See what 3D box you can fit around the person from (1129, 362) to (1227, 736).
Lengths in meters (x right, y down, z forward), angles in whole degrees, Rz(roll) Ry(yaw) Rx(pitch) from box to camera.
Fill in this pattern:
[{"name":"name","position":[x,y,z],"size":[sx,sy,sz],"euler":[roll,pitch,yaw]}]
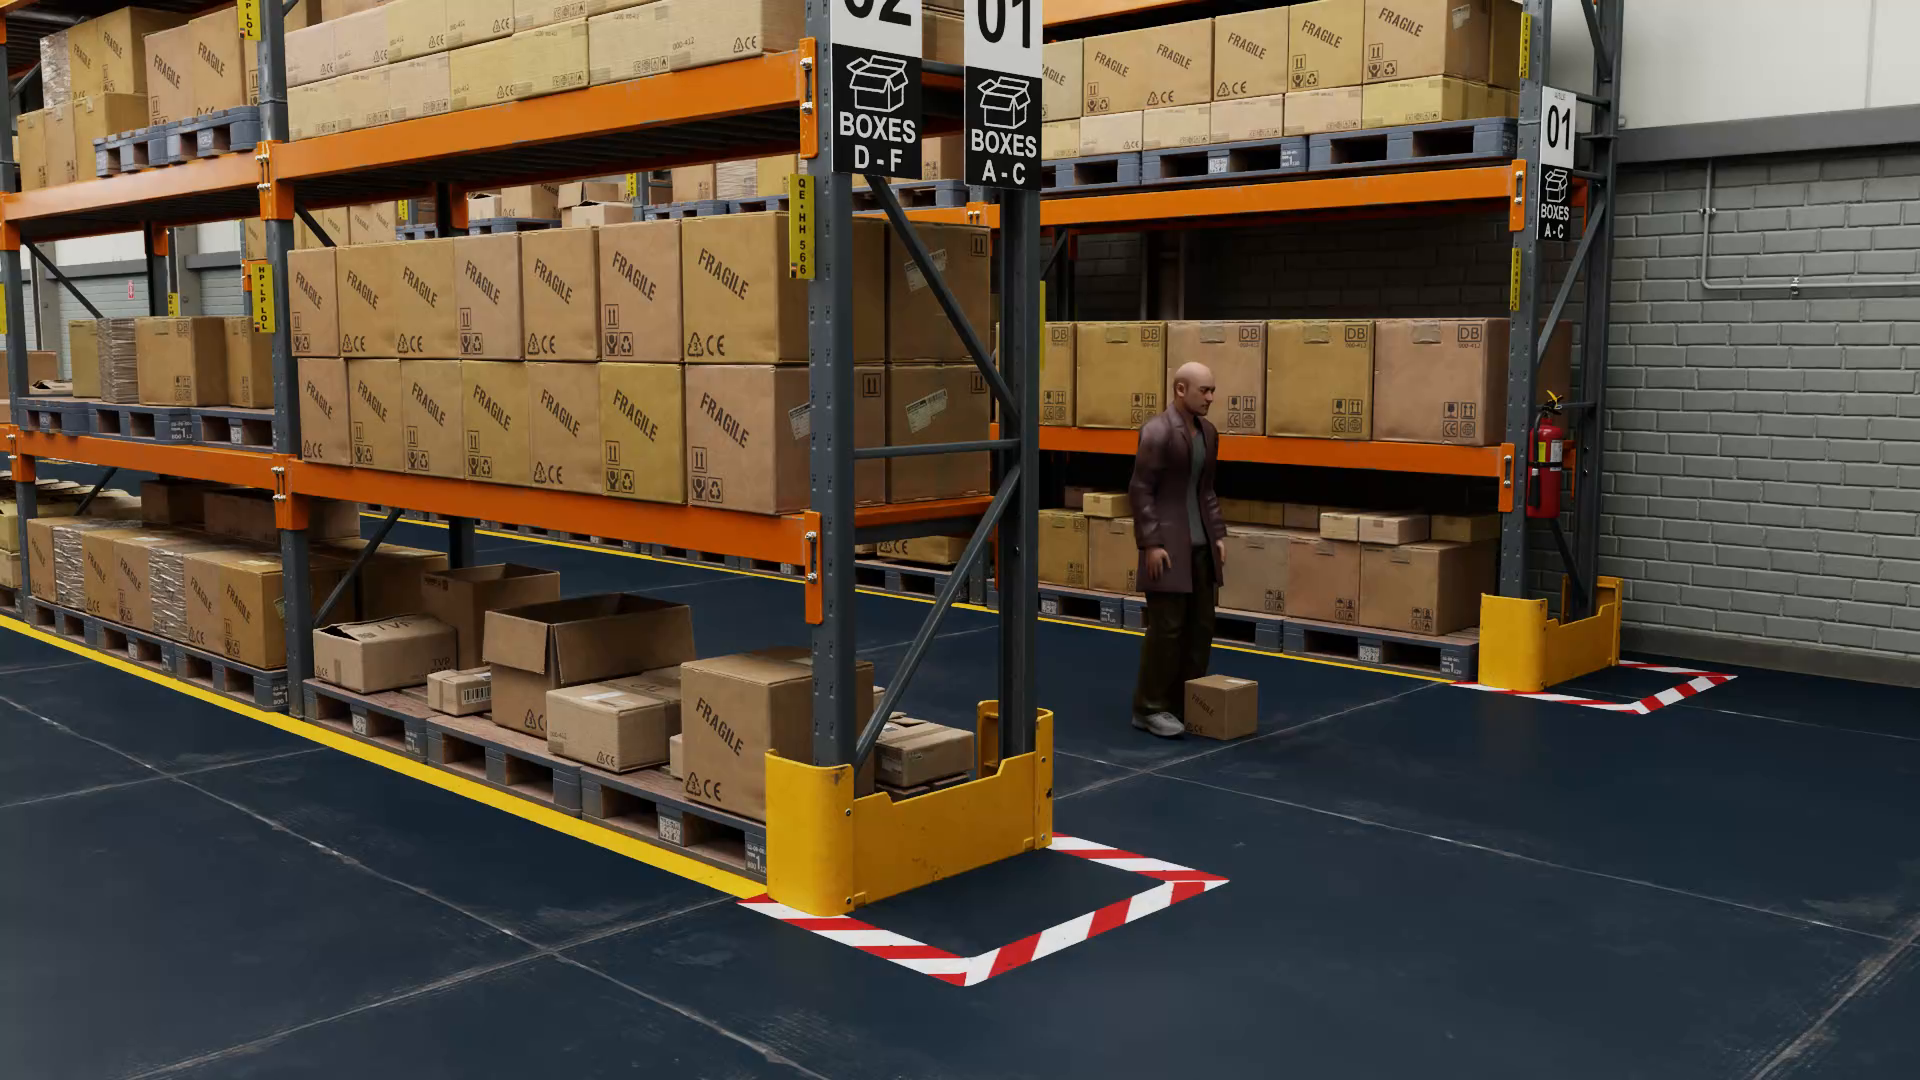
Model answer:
[{"name":"person","position":[1.073,0.028,8.077],"size":[0.424,1.774,0.644],"euler":[7,10,44]}]
